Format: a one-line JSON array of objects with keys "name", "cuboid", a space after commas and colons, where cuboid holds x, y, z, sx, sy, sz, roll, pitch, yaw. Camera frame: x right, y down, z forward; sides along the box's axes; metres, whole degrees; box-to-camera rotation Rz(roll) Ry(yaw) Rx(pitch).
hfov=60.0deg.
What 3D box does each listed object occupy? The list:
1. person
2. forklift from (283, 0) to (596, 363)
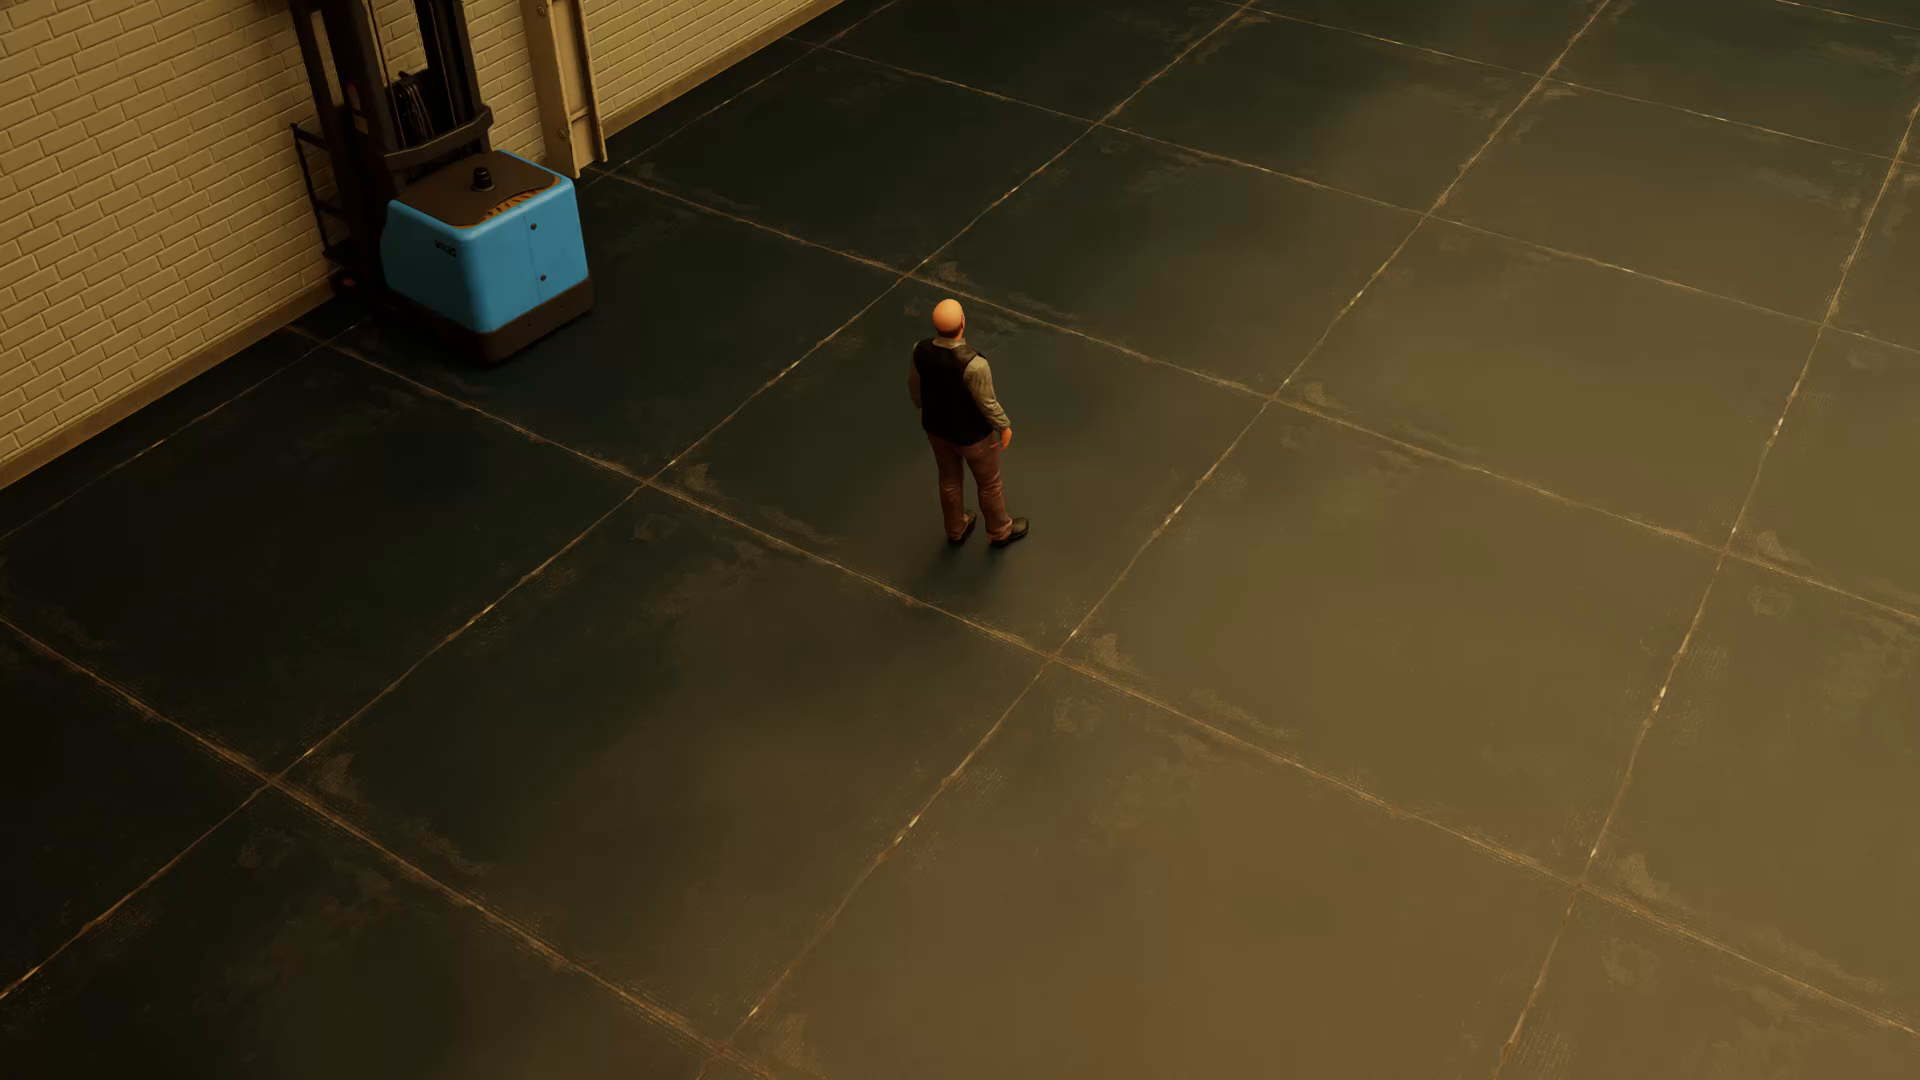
[{"name": "person", "cuboid": [0.040, -0.694, 9.710, 0.633, 1.722, 0.566, 22, 45, 24]}, {"name": "forklift", "cuboid": [-4.144, -3.133, 11.665, 3.031, 2.935, 1.130, 26, 47, 28]}]
